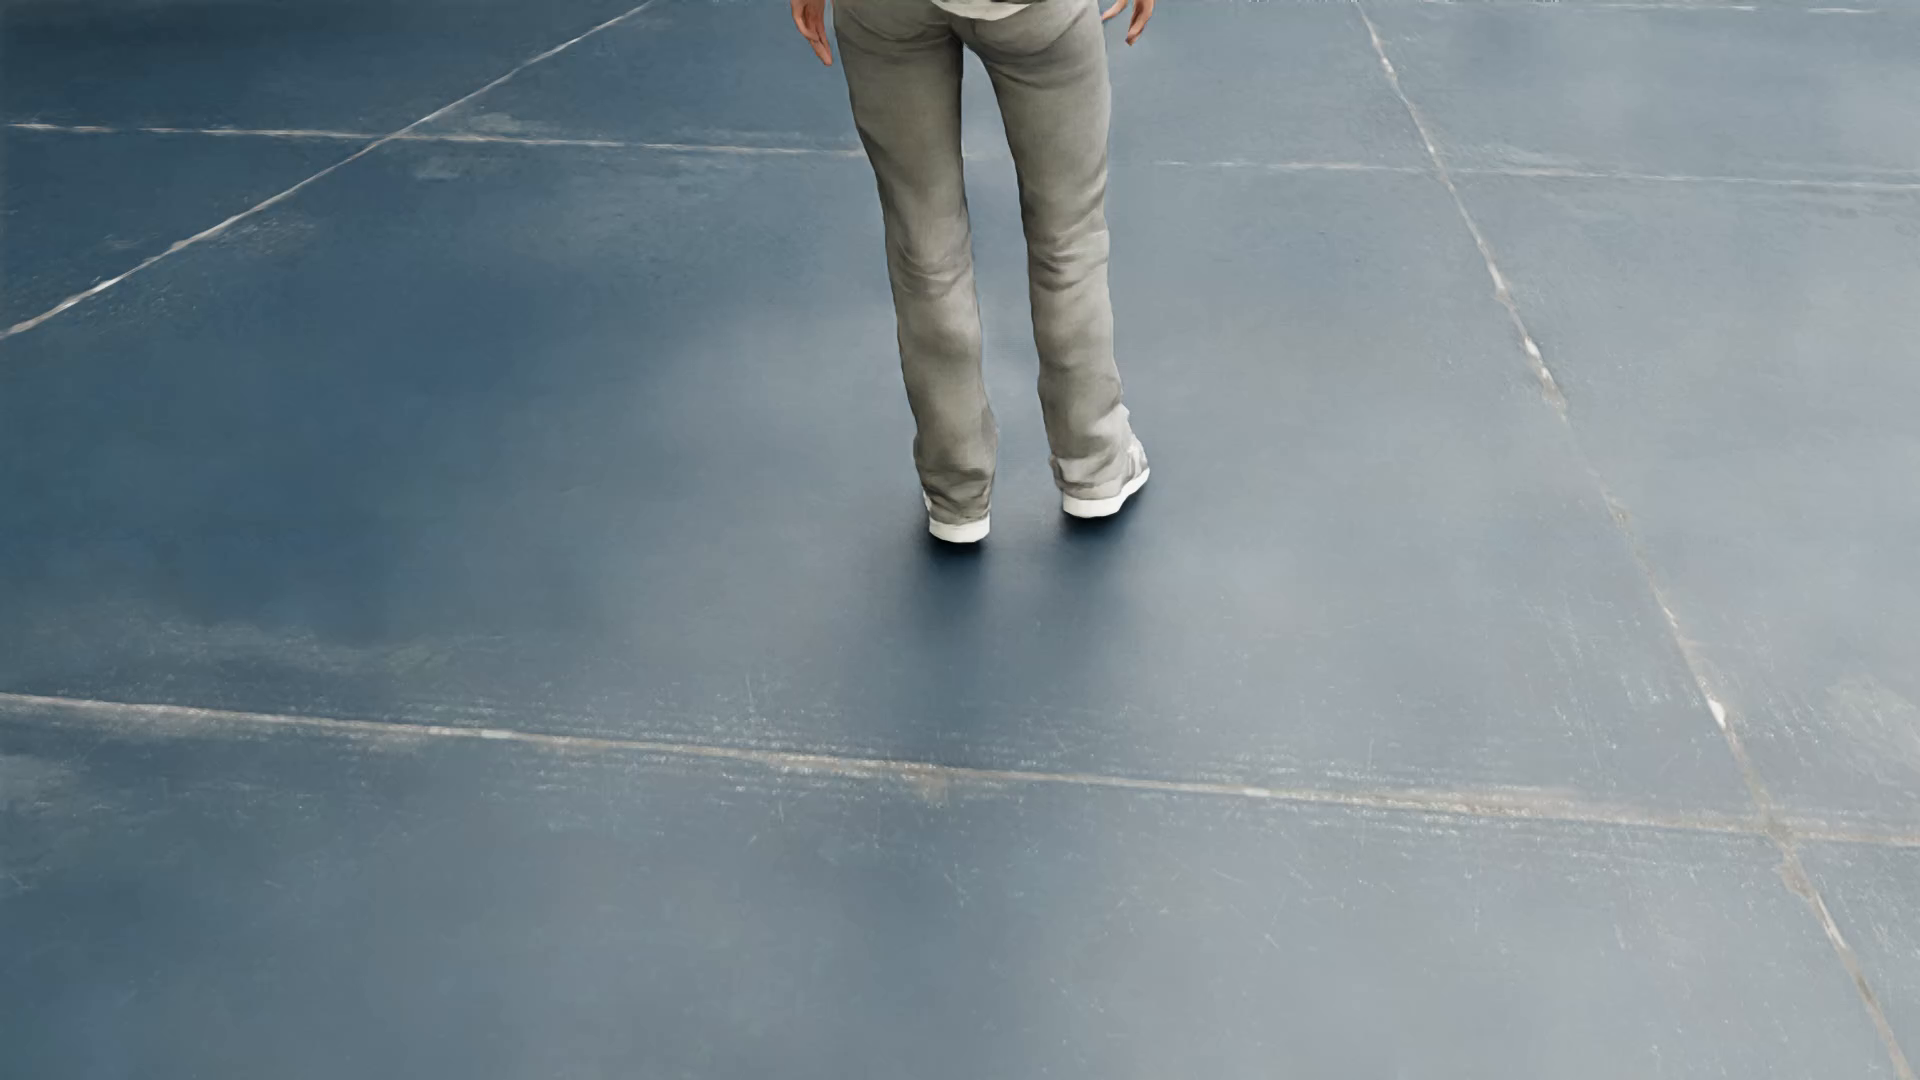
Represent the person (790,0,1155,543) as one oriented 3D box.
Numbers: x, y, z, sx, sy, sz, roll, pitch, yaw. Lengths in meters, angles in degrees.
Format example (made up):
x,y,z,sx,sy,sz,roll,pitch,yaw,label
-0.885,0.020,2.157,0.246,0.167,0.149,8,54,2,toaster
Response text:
x,y,z,sx,sy,sz,roll,pitch,yaw,label
0.023,-0.753,2.204,0.521,1.597,0.474,3,27,7,person
